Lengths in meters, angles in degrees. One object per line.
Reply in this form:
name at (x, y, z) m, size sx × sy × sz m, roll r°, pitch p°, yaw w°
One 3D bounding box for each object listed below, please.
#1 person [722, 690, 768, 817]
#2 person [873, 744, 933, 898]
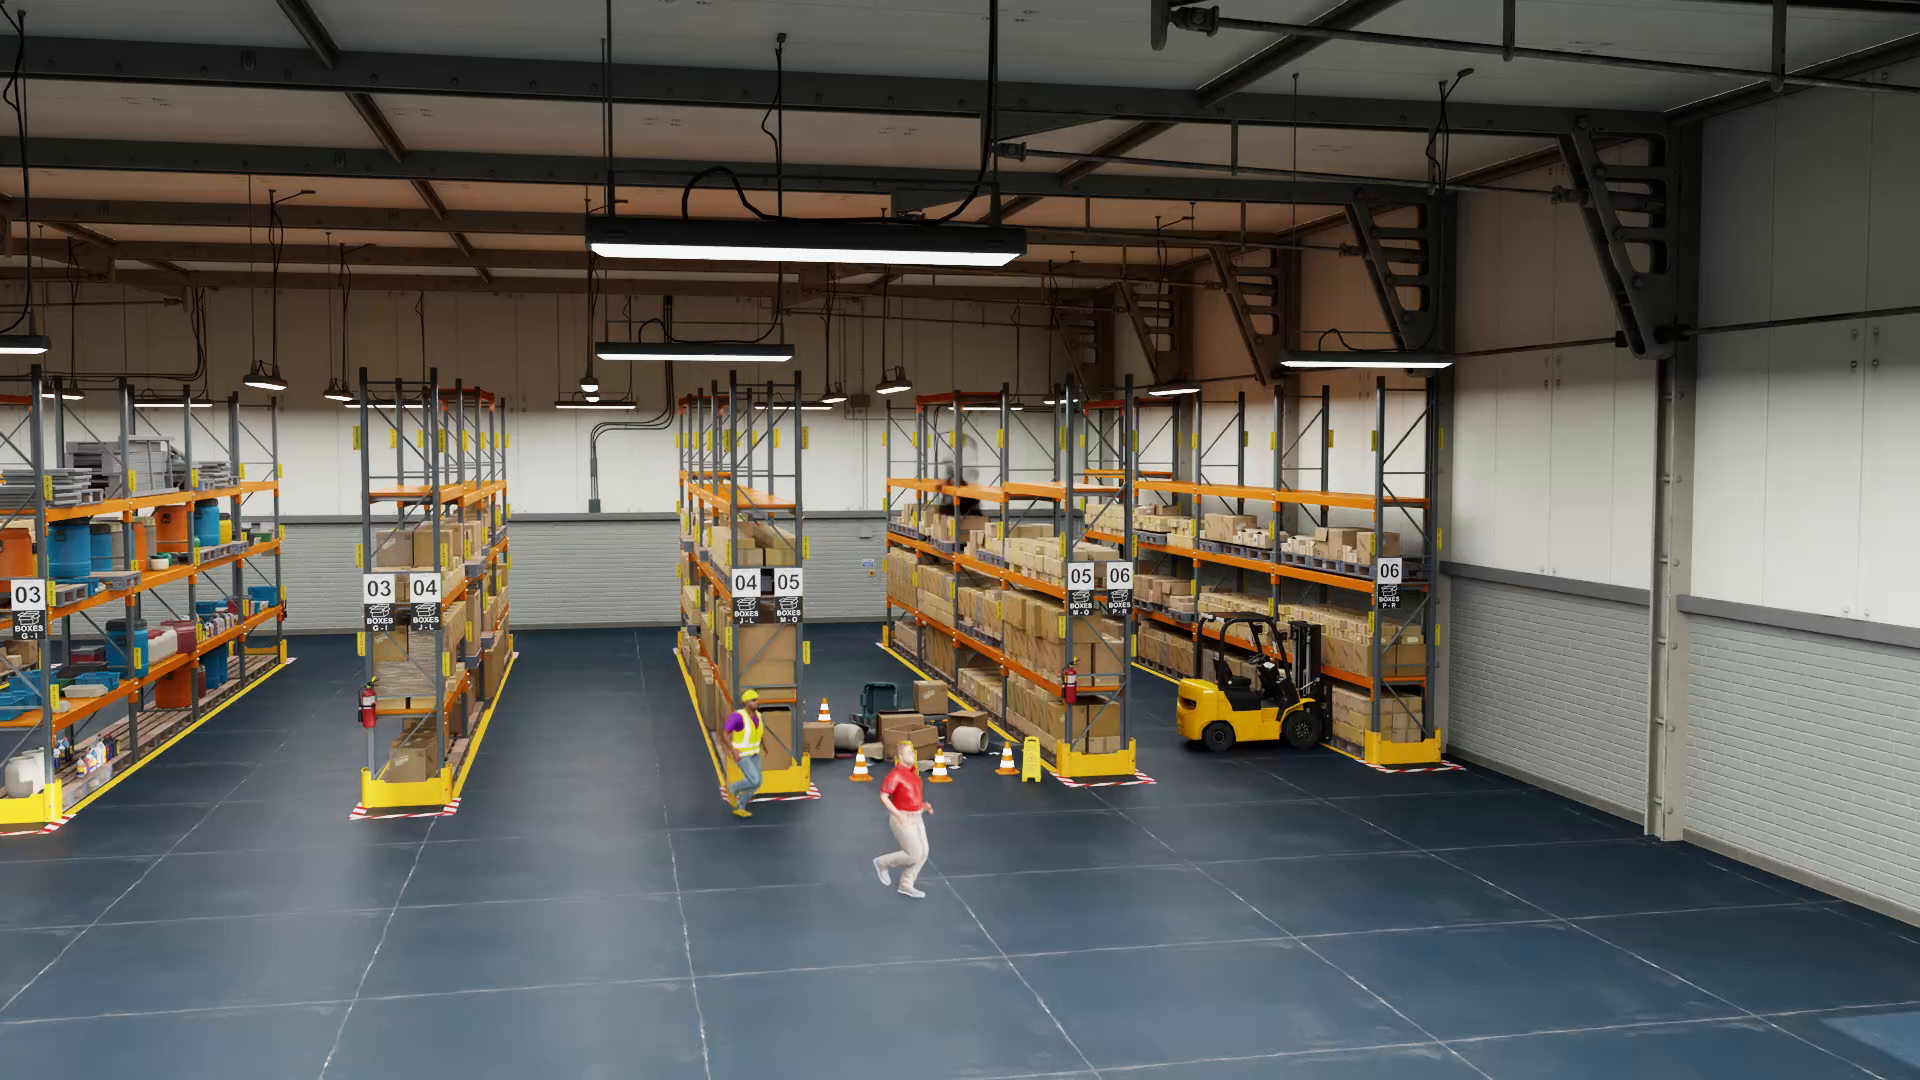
person at (-2.831, 2.836, 22.150) m, size 0.557 × 1.691 × 0.662 m, roll 2°, pitch 4°, yaw 31°
person at (-0.619, 3.082, 18.304) m, size 0.603 × 1.688 × 0.665 m, roll 2°, pitch 4°, yaw 24°
